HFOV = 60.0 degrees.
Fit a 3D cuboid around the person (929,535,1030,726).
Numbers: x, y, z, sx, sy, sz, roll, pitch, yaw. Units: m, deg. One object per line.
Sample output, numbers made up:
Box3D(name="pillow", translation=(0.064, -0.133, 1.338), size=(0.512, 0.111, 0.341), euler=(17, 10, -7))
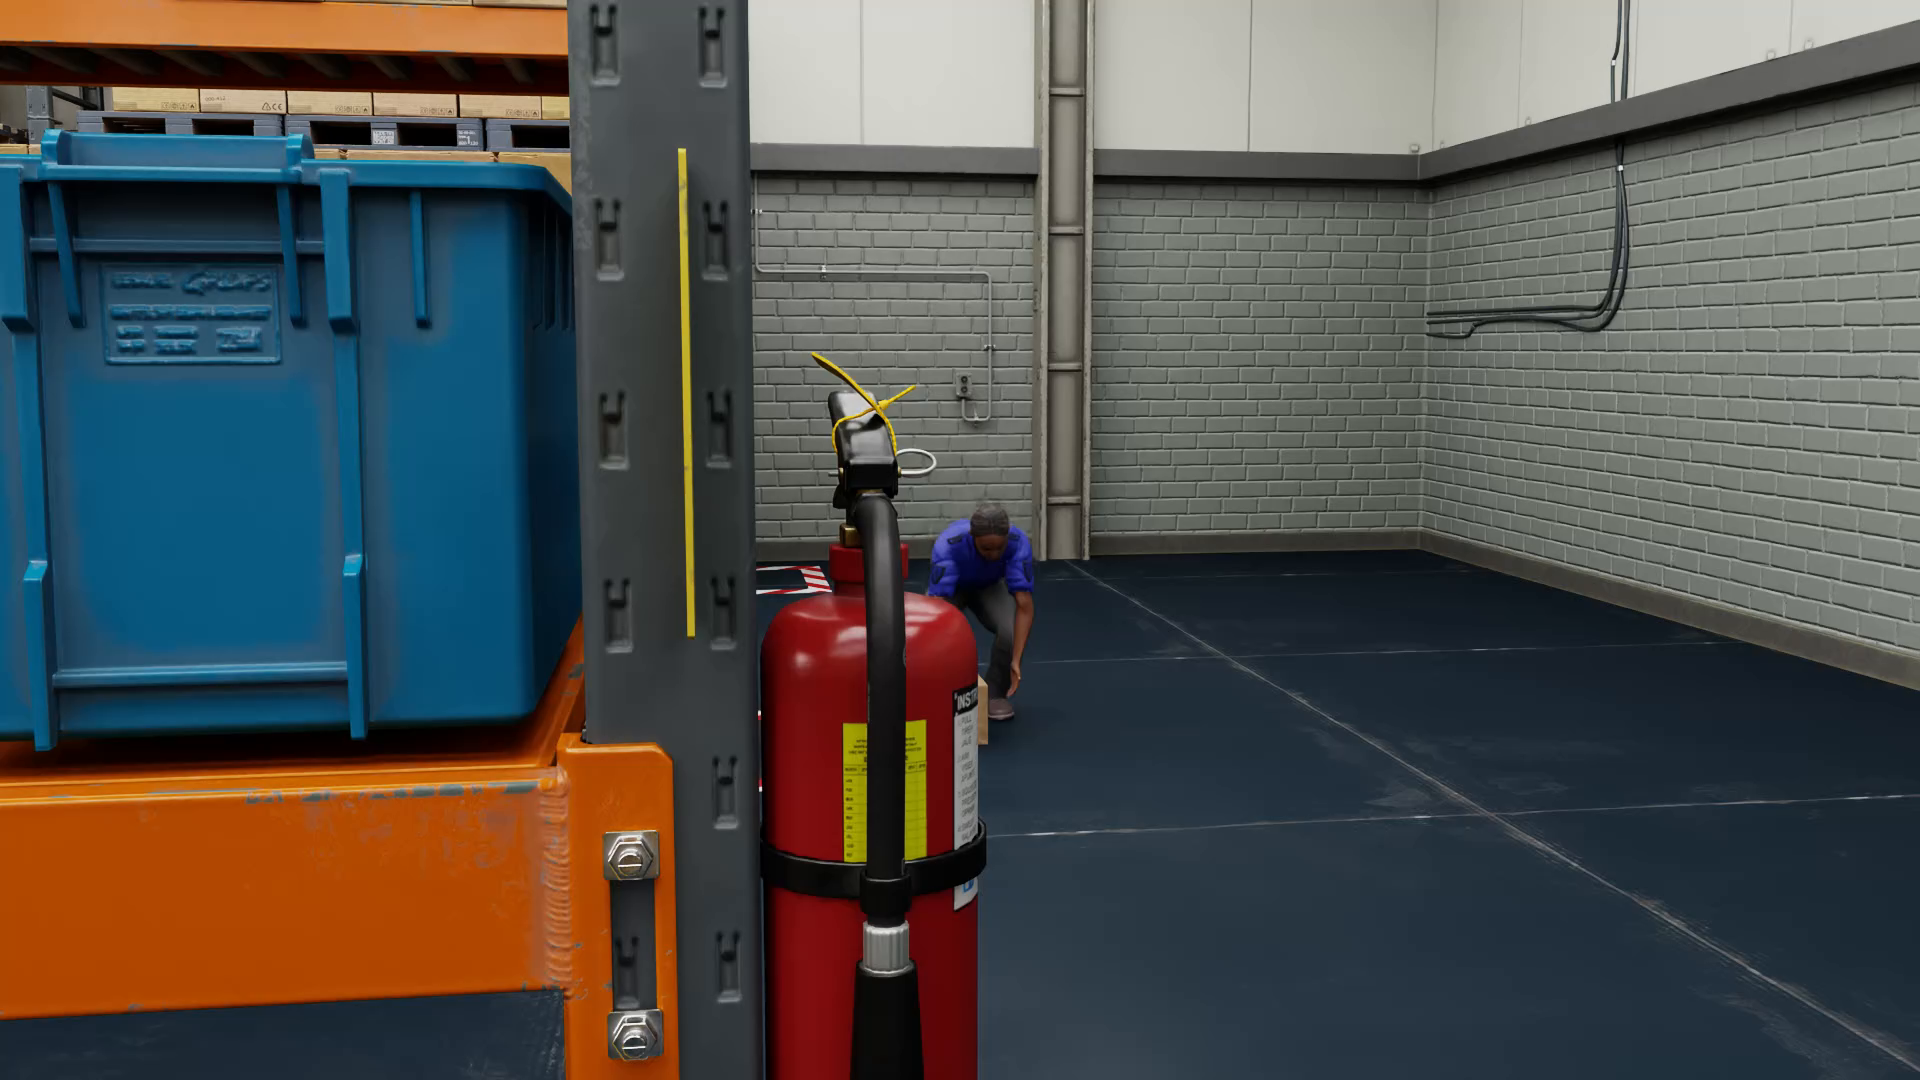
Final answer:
Box3D(name="person", translation=(0.062, 0.375, 7.219), size=(0.464, 0.841, 0.830), euler=(0, 7, -3))
